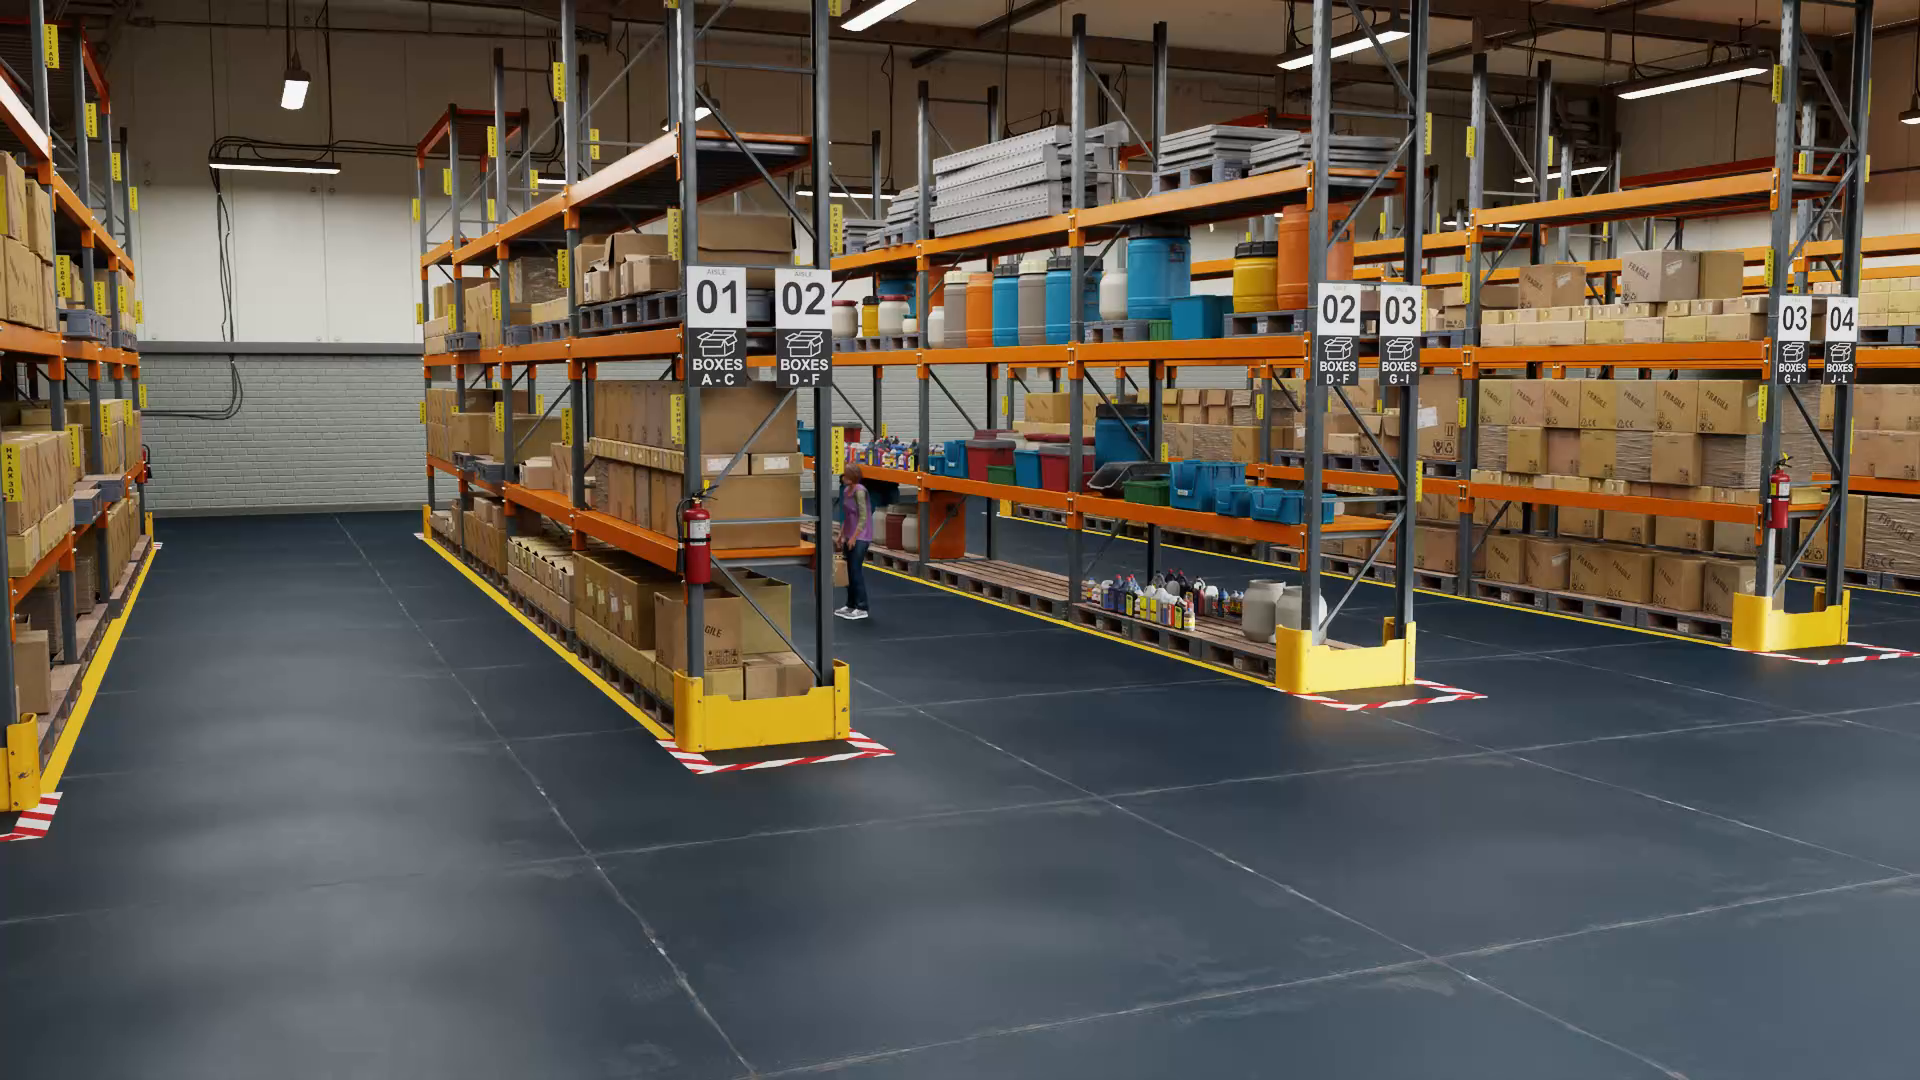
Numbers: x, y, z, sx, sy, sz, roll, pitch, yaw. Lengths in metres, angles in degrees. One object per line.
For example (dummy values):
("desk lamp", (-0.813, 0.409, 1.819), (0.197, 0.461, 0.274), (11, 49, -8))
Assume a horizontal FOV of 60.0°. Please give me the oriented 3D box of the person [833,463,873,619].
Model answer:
("person", (-1.086, 0.027, 17.130), (0.338, 1.556, 0.452), (-3, 6, -25))
